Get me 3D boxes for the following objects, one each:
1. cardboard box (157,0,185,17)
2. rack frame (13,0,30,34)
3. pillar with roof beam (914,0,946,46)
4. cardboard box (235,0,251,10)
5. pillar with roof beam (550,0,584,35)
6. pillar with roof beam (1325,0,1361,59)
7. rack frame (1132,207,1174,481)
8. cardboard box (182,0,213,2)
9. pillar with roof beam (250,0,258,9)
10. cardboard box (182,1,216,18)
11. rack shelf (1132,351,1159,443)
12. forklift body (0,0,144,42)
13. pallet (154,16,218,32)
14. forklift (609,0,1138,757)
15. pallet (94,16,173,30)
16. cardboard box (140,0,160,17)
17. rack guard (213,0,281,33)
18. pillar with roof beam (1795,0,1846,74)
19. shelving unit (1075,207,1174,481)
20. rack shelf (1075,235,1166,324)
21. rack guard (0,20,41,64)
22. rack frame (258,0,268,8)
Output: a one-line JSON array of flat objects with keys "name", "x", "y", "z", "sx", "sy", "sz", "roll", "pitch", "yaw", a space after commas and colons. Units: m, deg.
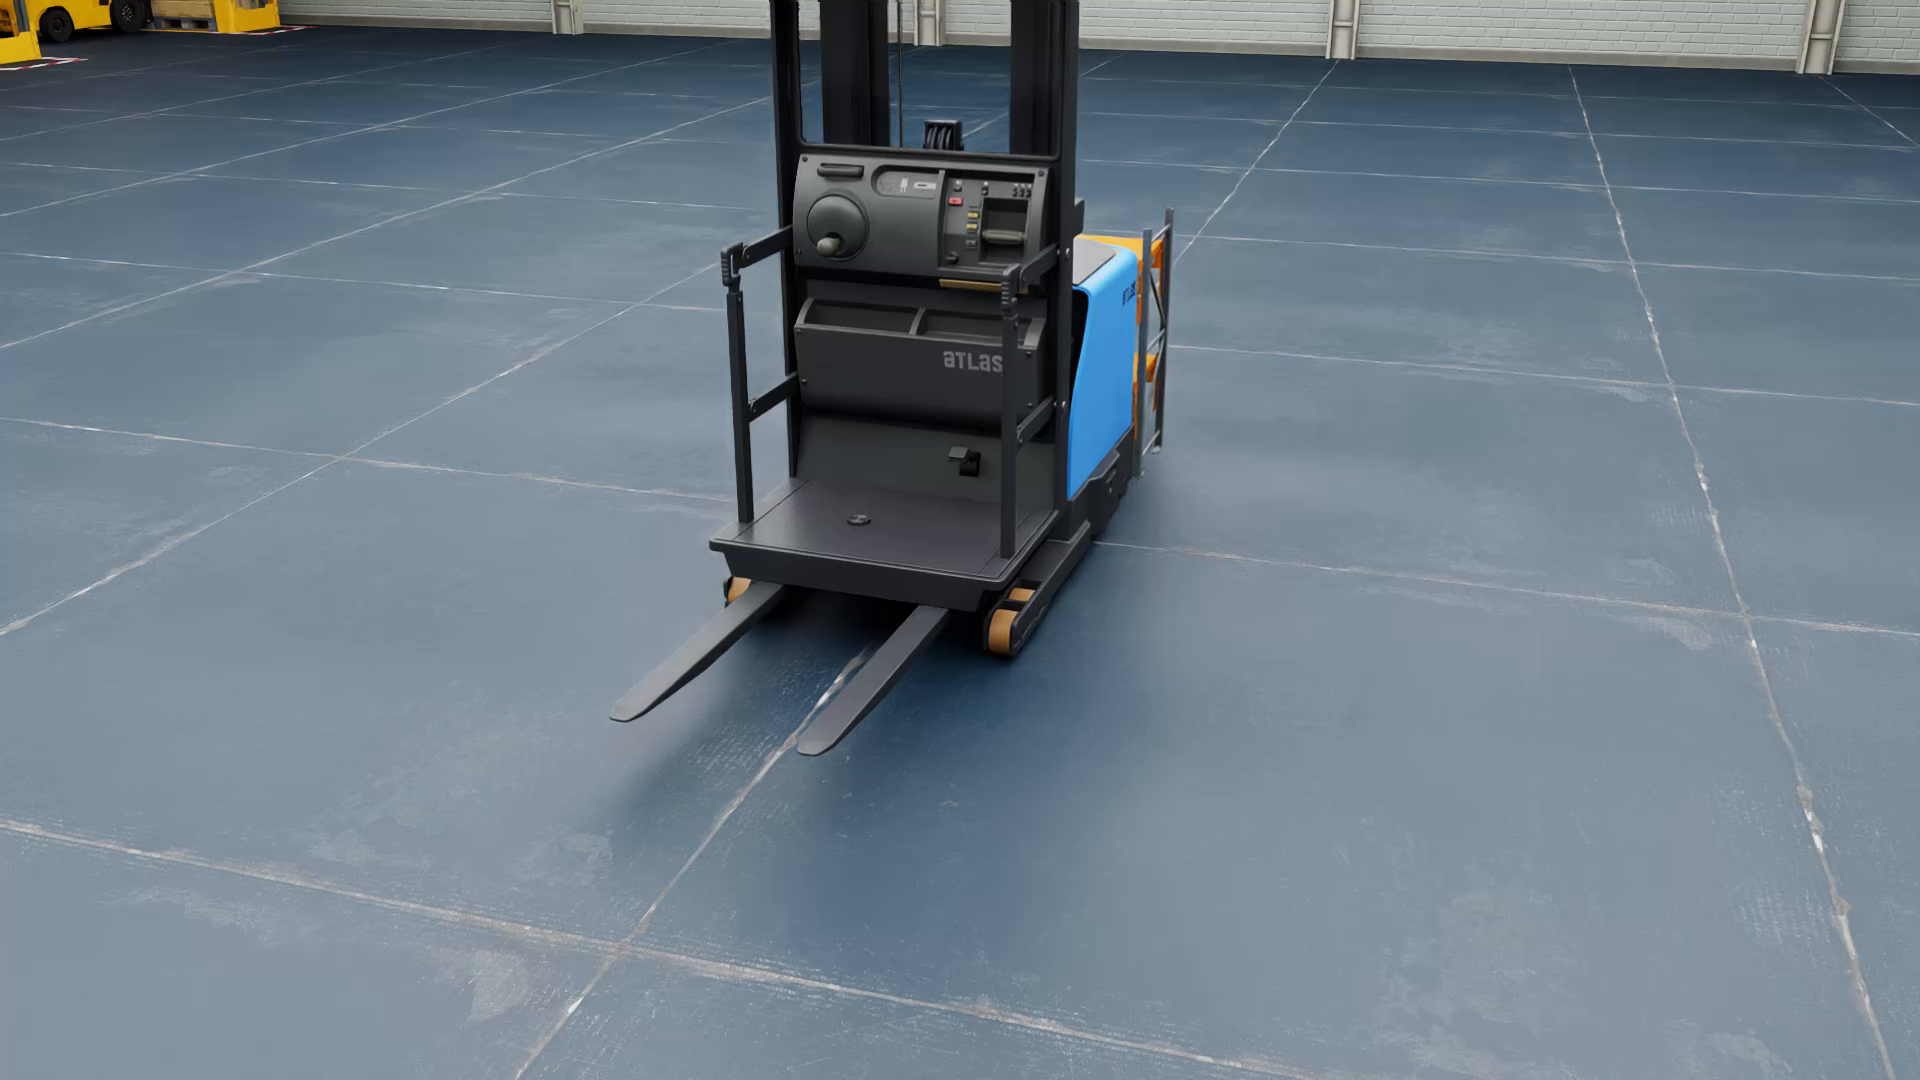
[{"name": "cardboard box", "x": -12.544, "y": -8.582, "z": 26.810, "sx": 0.500, "sy": 0.250, "sz": 0.500, "roll": 7, "pitch": 23, "yaw": 15}, {"name": "rack frame", "x": -12.960, "y": -7.862, "z": 21.983, "sx": 0.127, "sy": 3.000, "sz": 1.000, "roll": 7, "pitch": 23, "yaw": 16}, {"name": "pillar with roof beam", "x": -1.691, "y": -9.965, "z": 19.206, "sx": 0.400, "sy": 9.000, "sz": 9.100, "roll": 7, "pitch": 23, "yaw": 16}, {"name": "cardboard box", "x": -11.944, "y": -8.712, "z": 27.127, "sx": 0.500, "sy": 0.250, "sz": 0.500, "roll": 7, "pitch": 23, "yaw": 16}, {"name": "pillar with roof beam", "x": -7.435, "y": -10.623, "z": 20.810, "sx": 0.400, "sy": 9.000, "sz": 9.100, "roll": 7, "pitch": 23, "yaw": 16}, {"name": "pillar with roof beam", "x": 4.053, "y": -9.307, "z": 17.603, "sx": 0.400, "sy": 9.000, "sz": 9.100, "roll": 7, "pitch": 23, "yaw": 16}, {"name": "rack frame", "x": 0.864, "y": -0.876, "z": 7.424, "sx": 0.032, "sy": 1.125, "sz": 0.500, "roll": 7, "pitch": 23, "yaw": 17}, {"name": "cardboard box", "x": -12.086, "y": -8.759, "z": 26.581, "sx": 0.500, "sy": 0.250, "sz": 0.500, "roll": 6, "pitch": 23, "yaw": 15}, {"name": "pillar with roof beam", "x": -13.180, "y": -11.281, "z": 22.413, "sx": 0.400, "sy": 9.000, "sz": 9.100, "roll": 7, "pitch": 23, "yaw": 16}, {"name": "cardboard box", "x": -12.071, "y": -8.524, "z": 26.668, "sx": 0.500, "sy": 0.250, "sz": 0.500, "roll": 7, "pitch": 23, "yaw": 16}, {"name": "rack shelf", "x": 0.381, "y": -0.711, "z": 7.665, "sx": 1.000, "sy": 0.278, "sz": 0.538, "roll": 7, "pitch": 23, "yaw": 17}, {"name": "forklift body", "x": -13.872, "y": -8.818, "z": 25.432, "sx": 1.214, "sy": 2.155, "sz": 2.313, "roll": 7, "pitch": 23, "yaw": 16}, {"name": "pallet", "x": -12.274, "y": -8.444, "z": 27.077, "sx": 1.213, "sy": 0.211, "sz": 1.003, "roll": 7, "pitch": 23, "yaw": 16}, {"name": "forklift", "x": -0.216, "y": -1.125, "z": 5.649, "sx": 1.130, "sy": 2.935, "sz": 3.031, "roll": 8, "pitch": 24, "yaw": 18}, {"name": "pallet", "x": -13.438, "y": -8.578, "z": 27.405, "sx": 1.213, "sy": 0.211, "sz": 1.003, "roll": 7, "pitch": 23, "yaw": 15}, {"name": "cardboard box", "x": -13.021, "y": -8.640, "z": 26.951, "sx": 0.500, "sy": 0.250, "sz": 0.500, "roll": 7, "pitch": 23, "yaw": 16}, {"name": "rack guard", "x": -11.507, "y": -8.506, "z": 26.848, "sx": 0.348, "sy": 0.500, "sz": 1.175, "roll": 7, "pitch": 23, "yaw": 16}, {"name": "pillar with roof beam", "x": 9.797, "y": -8.650, "z": 15.999, "sx": 0.400, "sy": 9.000, "sz": 9.100, "roll": 7, "pitch": 23, "yaw": 16}, {"name": "shelving unit", "x": 0.381, "y": -0.937, "z": 7.573, "sx": 1.048, "sy": 1.125, "sz": 0.538, "roll": 7, "pitch": 23, "yaw": 17}, {"name": "rack shelf", "x": 0.381, "y": -1.208, "z": 7.461, "sx": 1.000, "sy": 0.278, "sz": 0.538, "roll": 7, "pitch": 23, "yaw": 17}, {"name": "rack guard", "x": -13.033, "y": -6.713, "z": 22.478, "sx": 0.348, "sy": 0.500, "sz": 1.175, "roll": 7, "pitch": 23, "yaw": 16}, {"name": "rack frame", "x": -11.530, "y": -9.665, "z": 26.381, "sx": 0.127, "sy": 3.000, "sz": 1.000, "roll": 7, "pitch": 23, "yaw": 16}]
